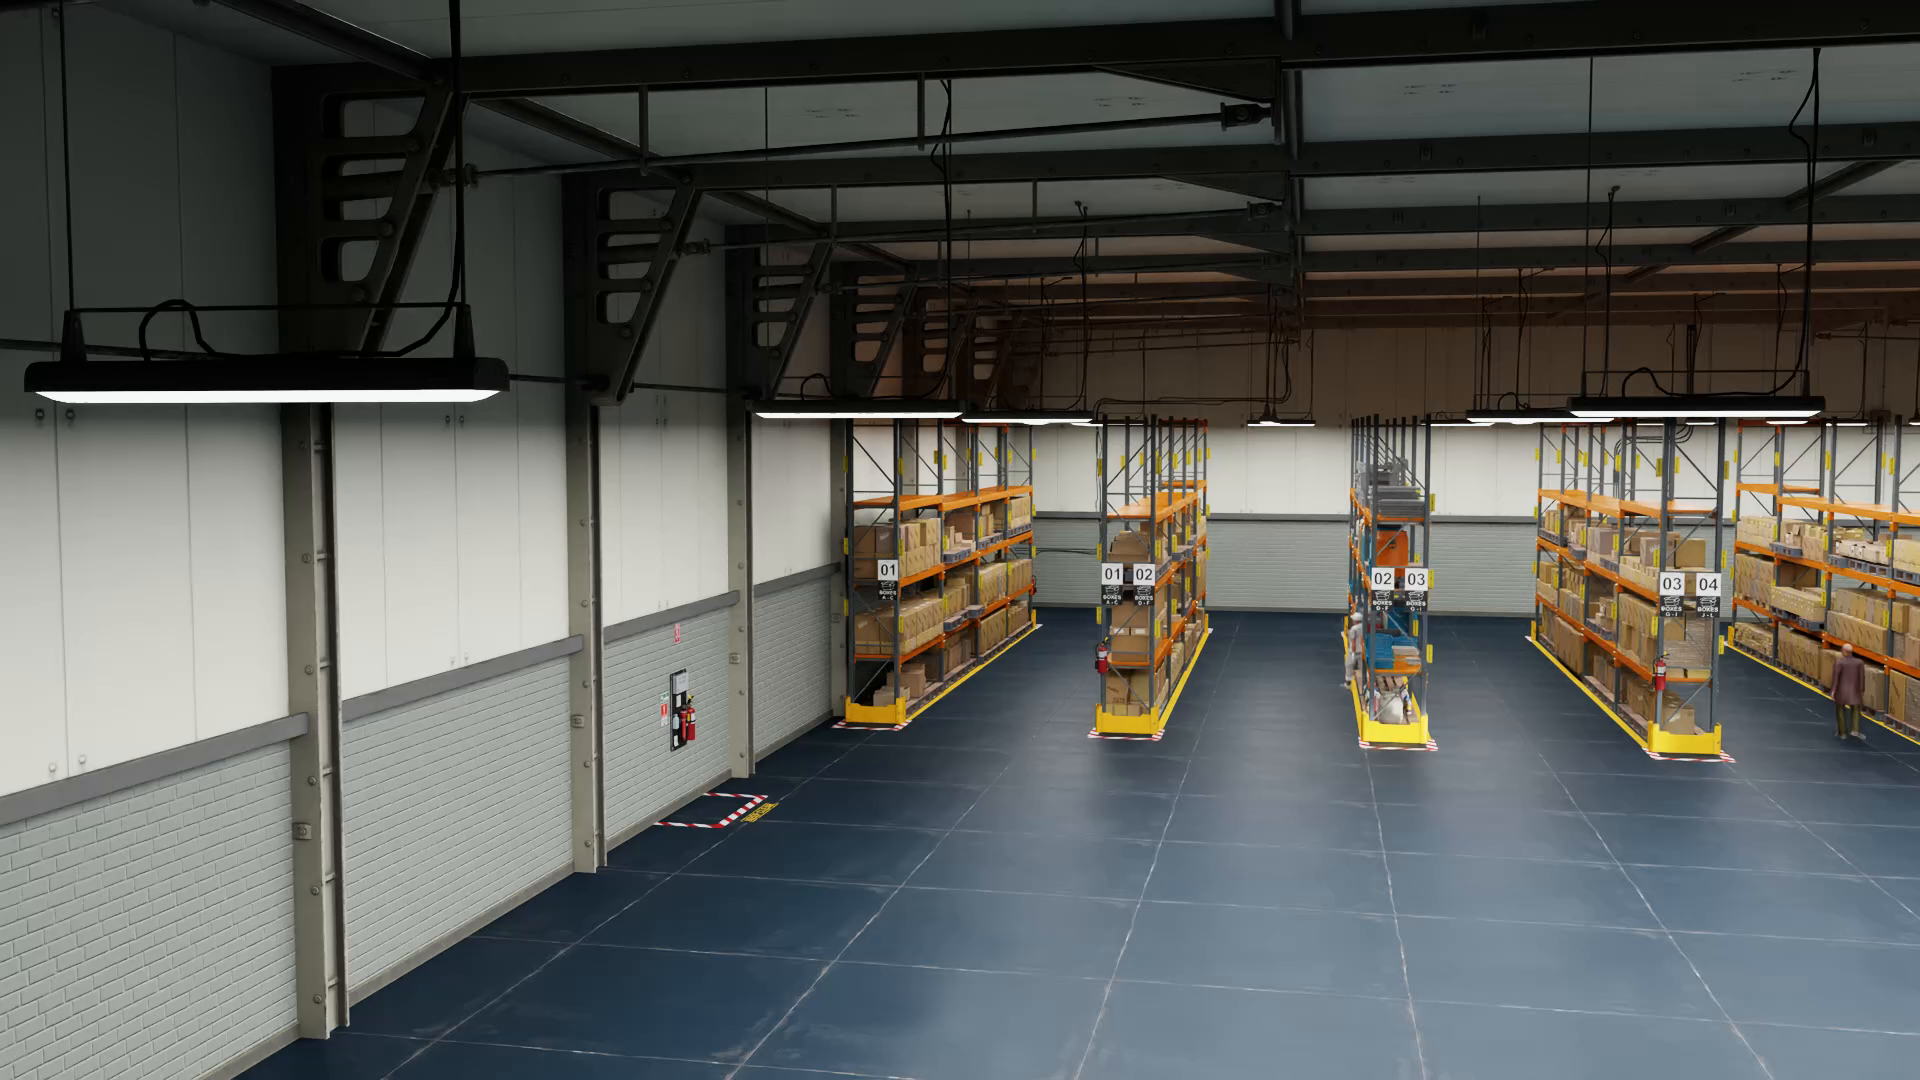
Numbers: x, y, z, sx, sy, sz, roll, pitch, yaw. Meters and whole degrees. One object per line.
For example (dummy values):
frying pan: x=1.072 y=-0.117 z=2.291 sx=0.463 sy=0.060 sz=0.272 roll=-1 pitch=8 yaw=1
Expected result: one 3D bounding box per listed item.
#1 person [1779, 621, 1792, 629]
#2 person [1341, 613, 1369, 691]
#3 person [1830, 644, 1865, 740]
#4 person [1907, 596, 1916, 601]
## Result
person: x=22.826 y=1.809 z=46.141 sx=0.708 sy=1.651 sz=0.450 roll=1 pitch=4 yaw=8
person: x=8.604 y=2.439 z=35.879 sx=0.511 sy=1.741 sz=1.093 roll=-1 pitch=4 yaw=-13
person: x=16.357 y=2.798 z=30.651 sx=0.612 sy=1.775 sz=0.612 roll=1 pitch=4 yaw=11
person: x=23.334 y=2.215 z=40.664 sx=0.450 sy=1.695 sz=0.572 roll=-1 pitch=4 yaw=-13
